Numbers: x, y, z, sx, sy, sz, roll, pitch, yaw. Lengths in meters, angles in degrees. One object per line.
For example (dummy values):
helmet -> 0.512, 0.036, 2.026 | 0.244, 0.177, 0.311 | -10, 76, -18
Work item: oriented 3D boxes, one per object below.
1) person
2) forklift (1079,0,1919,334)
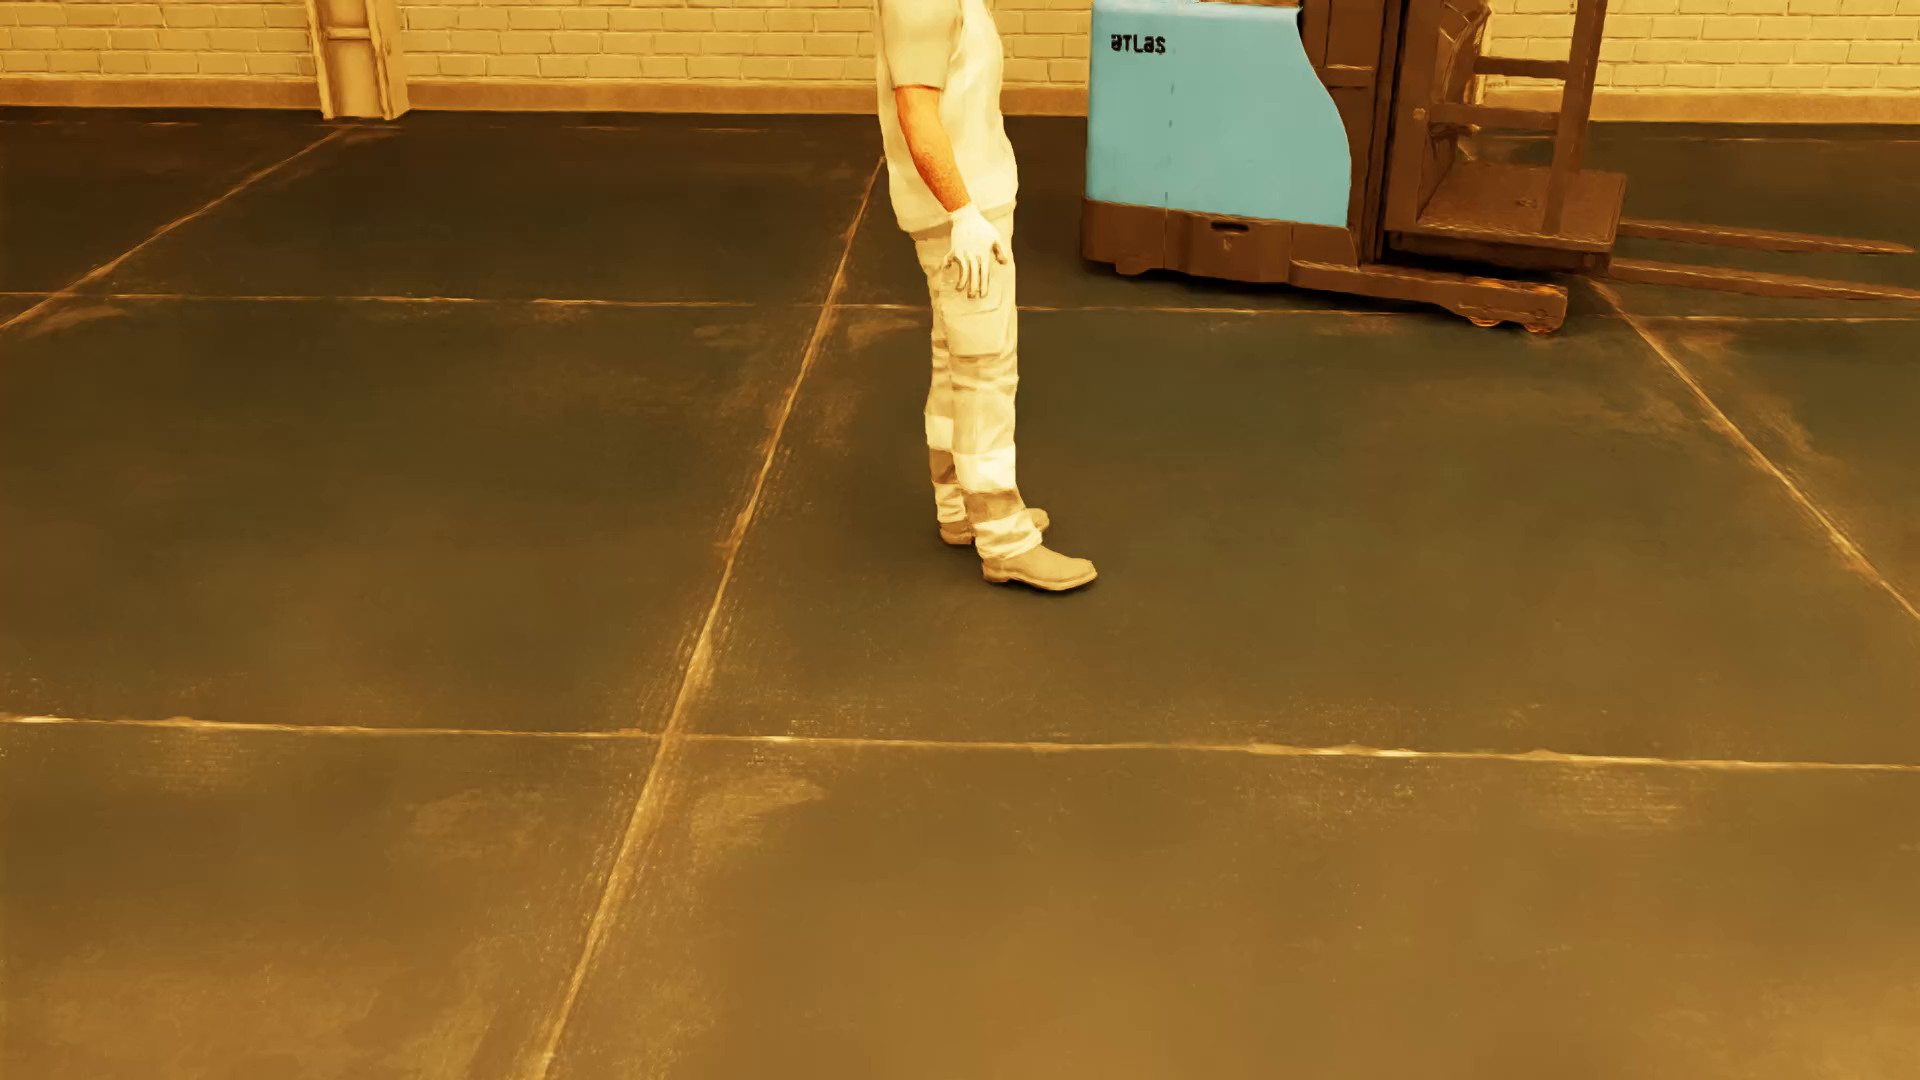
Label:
person -> 0.080, -0.802, 4.110 | 0.563, 1.787, 0.637 | 1, 26, 2
forklift -> 2.047, -2.331, 5.934 | 3.031, 2.935, 1.130 | 10, 28, 20
